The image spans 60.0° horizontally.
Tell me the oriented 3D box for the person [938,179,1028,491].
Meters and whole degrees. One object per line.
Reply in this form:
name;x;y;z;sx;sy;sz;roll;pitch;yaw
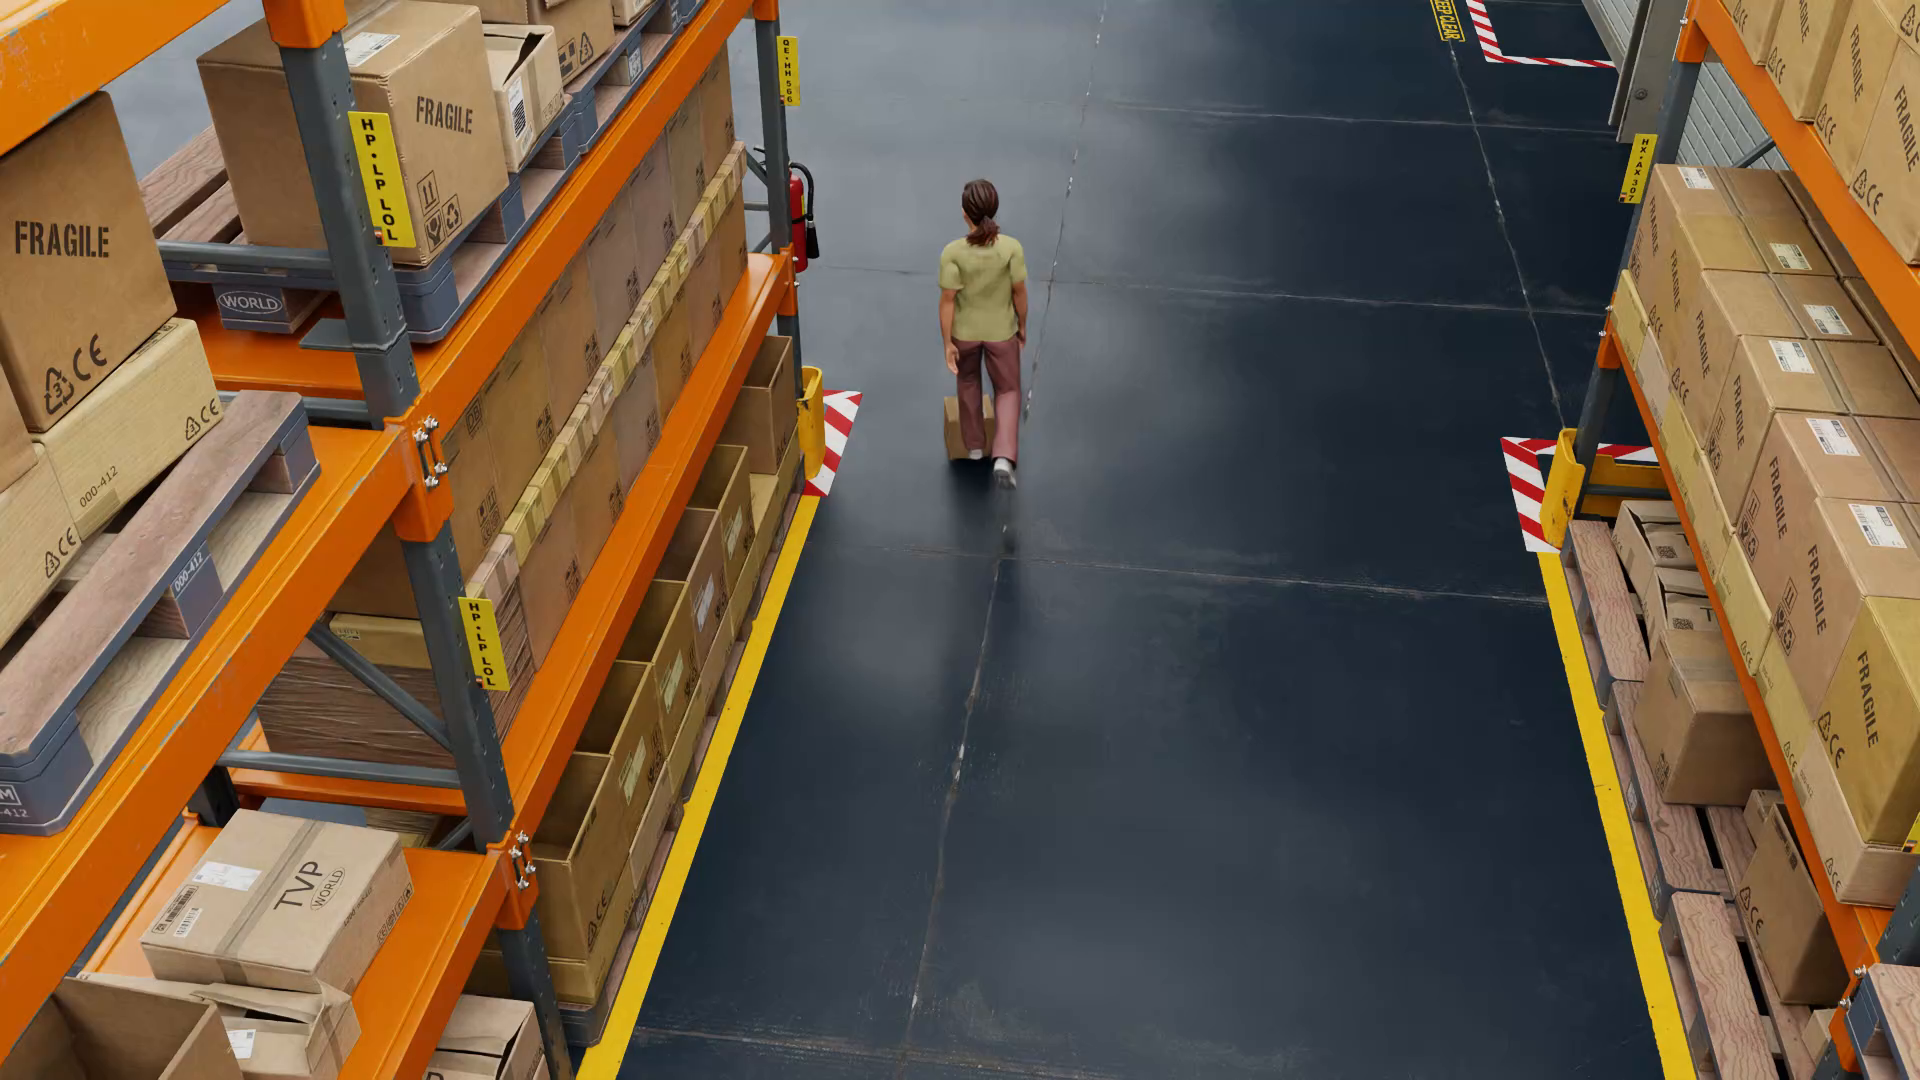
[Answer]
person;0.116;-1.024;8.413;0.449;1.638;0.833;0;36;0
